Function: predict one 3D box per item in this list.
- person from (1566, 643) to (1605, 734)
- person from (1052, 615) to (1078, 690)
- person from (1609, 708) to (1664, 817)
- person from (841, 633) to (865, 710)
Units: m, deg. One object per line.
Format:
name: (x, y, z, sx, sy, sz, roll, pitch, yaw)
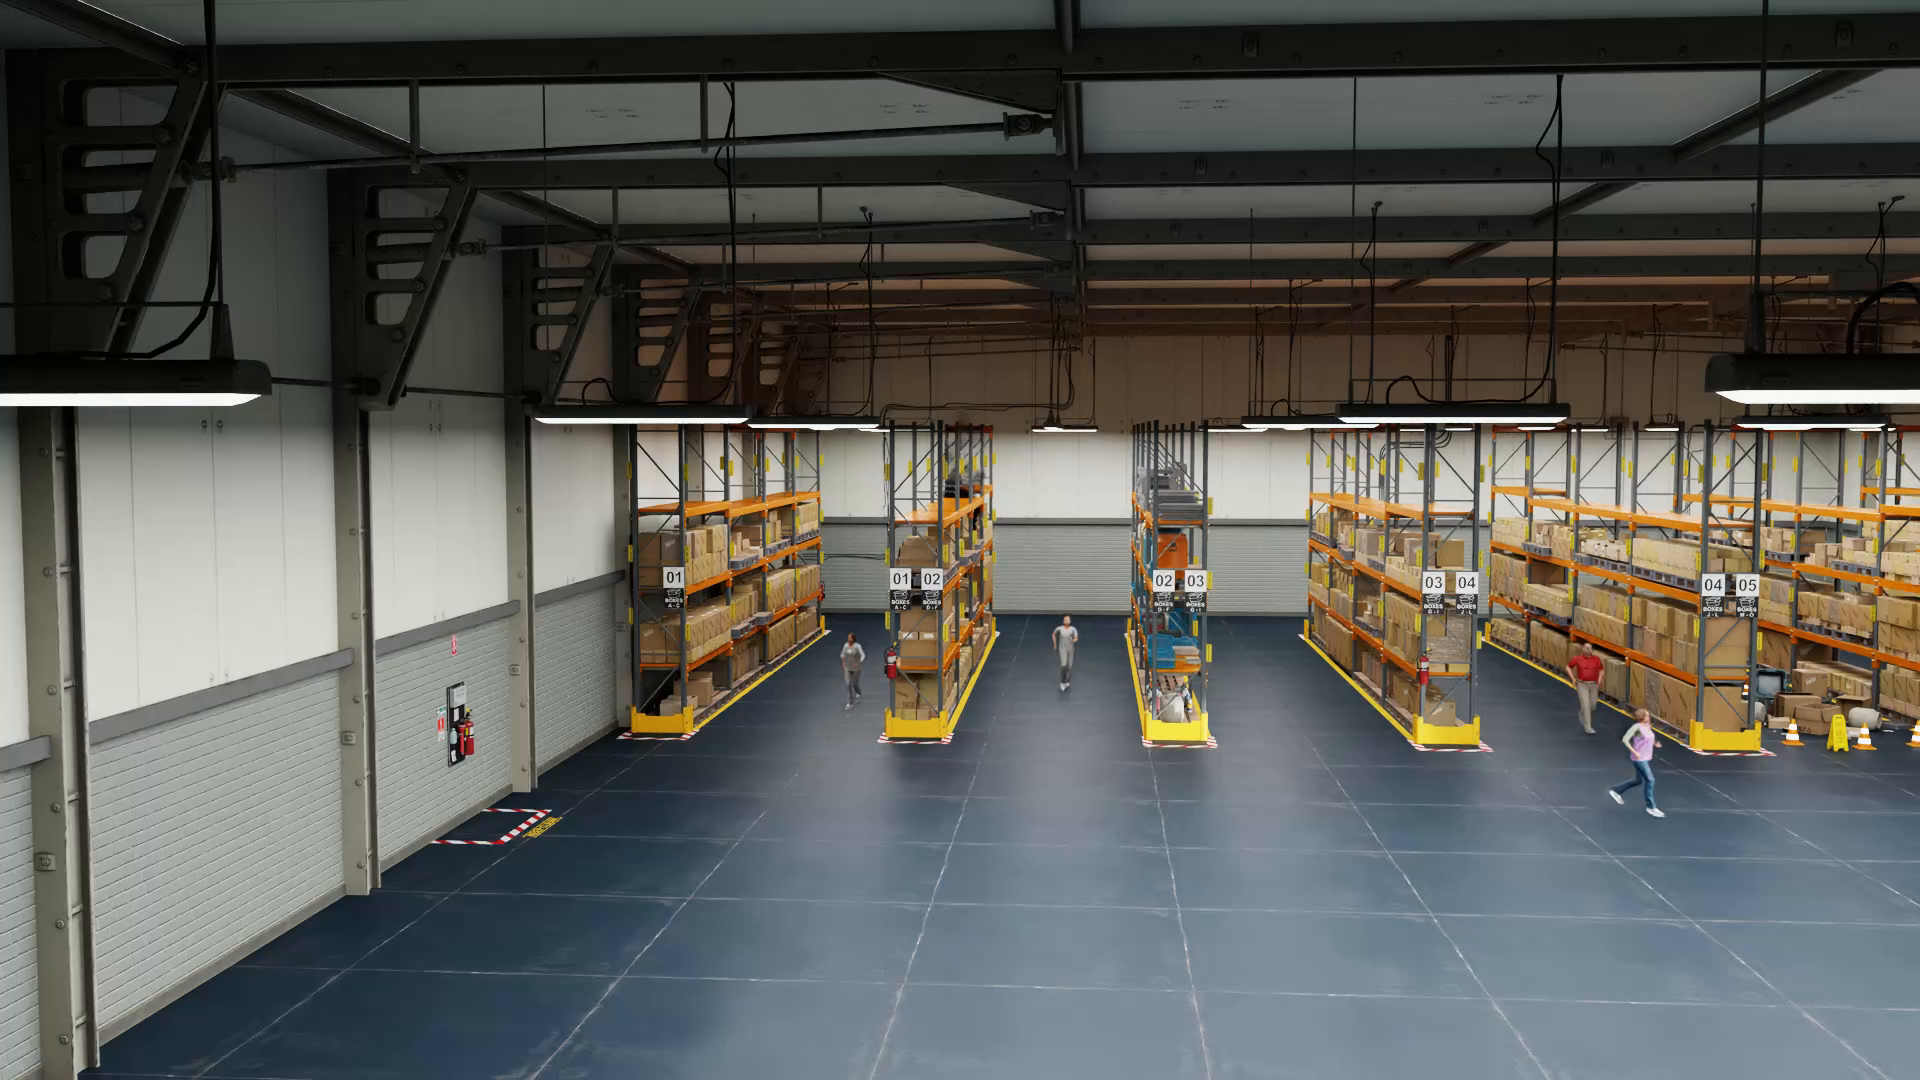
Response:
person: (12.087, 2.827, 32.094, 0.691, 1.701, 0.929, 0, 4, -2)
person: (2.382, 2.524, 37.382, 0.538, 1.694, 0.706, -1, 4, -8)
person: (10.266, 3.332, 25.168, 0.815, 1.606, 0.526, 3, 5, 40)
person: (-2.257, 2.740, 34.948, 0.551, 1.568, 0.779, 1, 4, 10)
